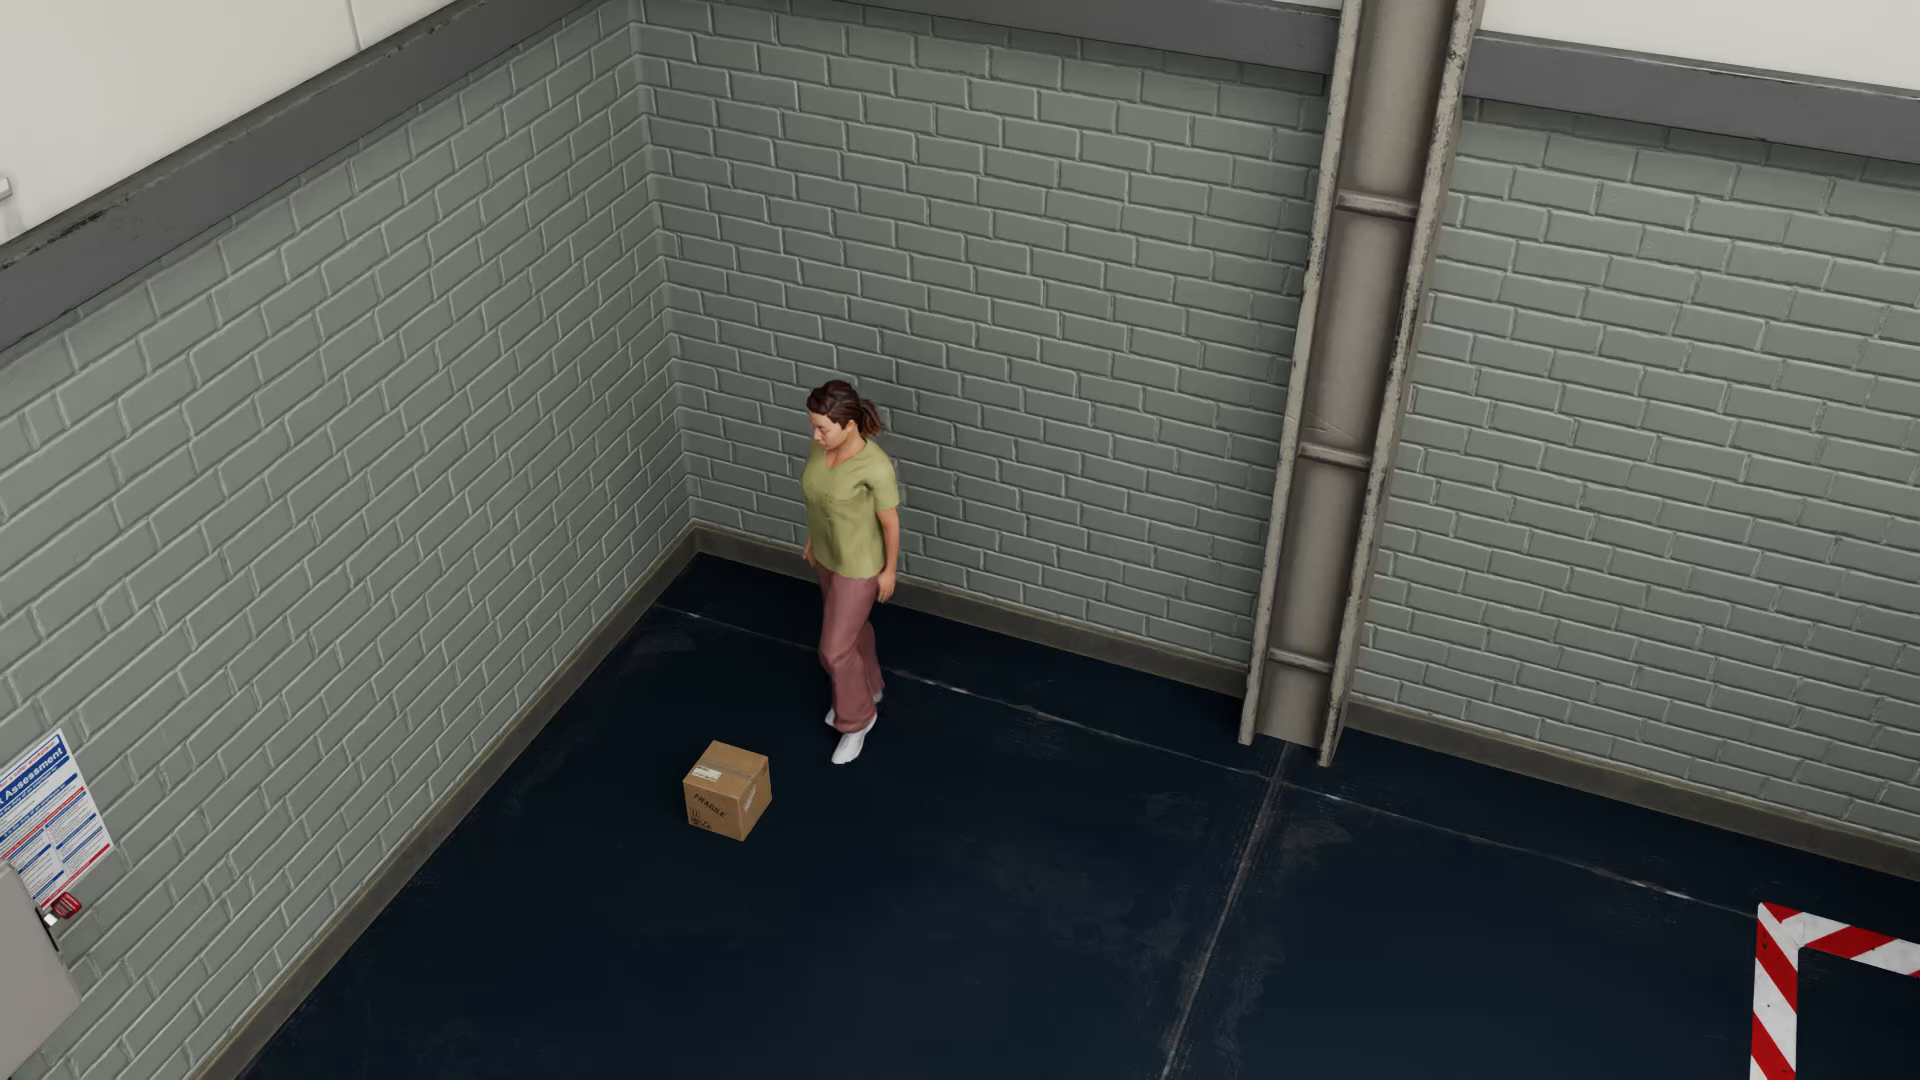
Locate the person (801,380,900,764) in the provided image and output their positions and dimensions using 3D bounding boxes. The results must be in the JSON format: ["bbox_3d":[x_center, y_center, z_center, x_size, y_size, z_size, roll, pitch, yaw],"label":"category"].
[{"bbox_3d":[-0.487,0.112,6.691,0.446,1.721,0.457,-28,46,-32],"label":"person"}]
